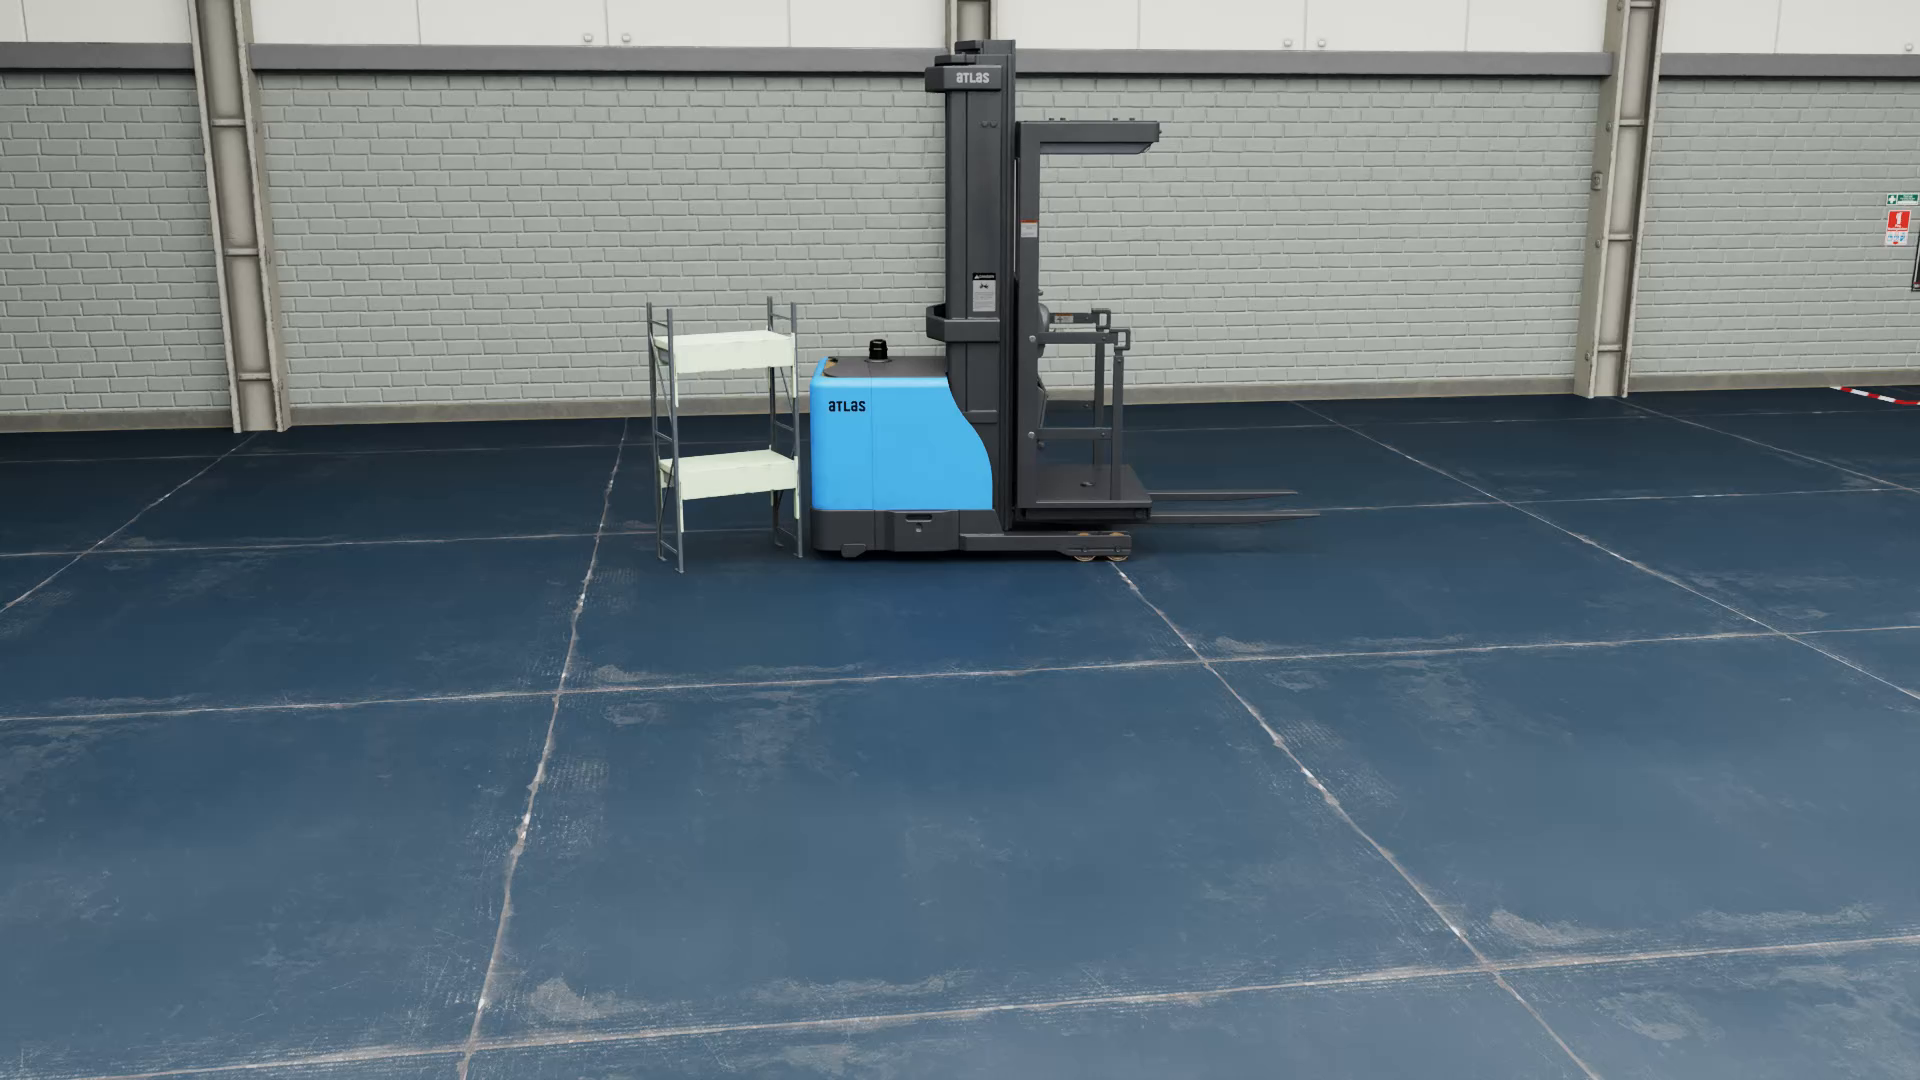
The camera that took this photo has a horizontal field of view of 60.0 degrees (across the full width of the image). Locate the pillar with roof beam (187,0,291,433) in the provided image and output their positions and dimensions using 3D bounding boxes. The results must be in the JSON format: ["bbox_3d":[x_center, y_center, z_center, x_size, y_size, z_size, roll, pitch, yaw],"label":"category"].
[{"bbox_3d":[-5.198,-4.261,8.713,0.400,9.000,9.100,-2,14,-8],"label":"pillar with roof beam"}]

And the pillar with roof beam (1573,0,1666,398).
[{"bbox_3d":[6.668,-4.696,10.447,0.400,9.000,9.100,-2,14,-8],"label":"pillar with roof beam"}]

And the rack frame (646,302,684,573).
[{"bbox_3d":[-1.679,-0.581,9.456,0.023,1.500,0.400,-7,16,-27],"label":"rack frame"}]

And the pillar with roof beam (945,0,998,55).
[{"bbox_3d":[0.735,-4.478,9.580,0.400,9.000,9.100,-2,14,-8],"label":"pillar with roof beam"}]

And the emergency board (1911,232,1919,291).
[{"bbox_3d":[9.499,-2.963,15.868,0.626,1.169,0.157,-2,14,-8],"label":"emergency board"}]

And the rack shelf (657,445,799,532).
[{"bbox_3d":[-1.355,-0.307,9.702,0.720,0.370,0.431,-7,16,-27],"label":"rack shelf"}]

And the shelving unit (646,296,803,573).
[{"bbox_3d":[-1.355,-0.623,9.623,0.755,1.500,0.431,-7,16,-27],"label":"shelving unit"}]

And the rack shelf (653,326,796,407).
[{"bbox_3d":[-1.355,-1.001,9.528,0.720,0.370,0.431,-7,16,-27],"label":"rack shelf"}]

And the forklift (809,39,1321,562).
[{"bbox_3d":[0.628,-1.425,9.880,3.031,2.935,1.130,0,14,-1],"label":"forklift"}]

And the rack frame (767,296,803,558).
[{"bbox_3d":[-1.032,-0.665,9.789,0.023,1.500,0.400,-7,16,-27],"label":"rack frame"}]

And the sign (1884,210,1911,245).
[{"bbox_3d":[8.948,-2.981,15.867,0.234,0.329,0.001,-2,14,-8],"label":"sign"}]

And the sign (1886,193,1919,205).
[{"bbox_3d":[8.954,-3.236,15.795,0.331,0.109,0.001,-2,14,-8],"label":"sign"}]
